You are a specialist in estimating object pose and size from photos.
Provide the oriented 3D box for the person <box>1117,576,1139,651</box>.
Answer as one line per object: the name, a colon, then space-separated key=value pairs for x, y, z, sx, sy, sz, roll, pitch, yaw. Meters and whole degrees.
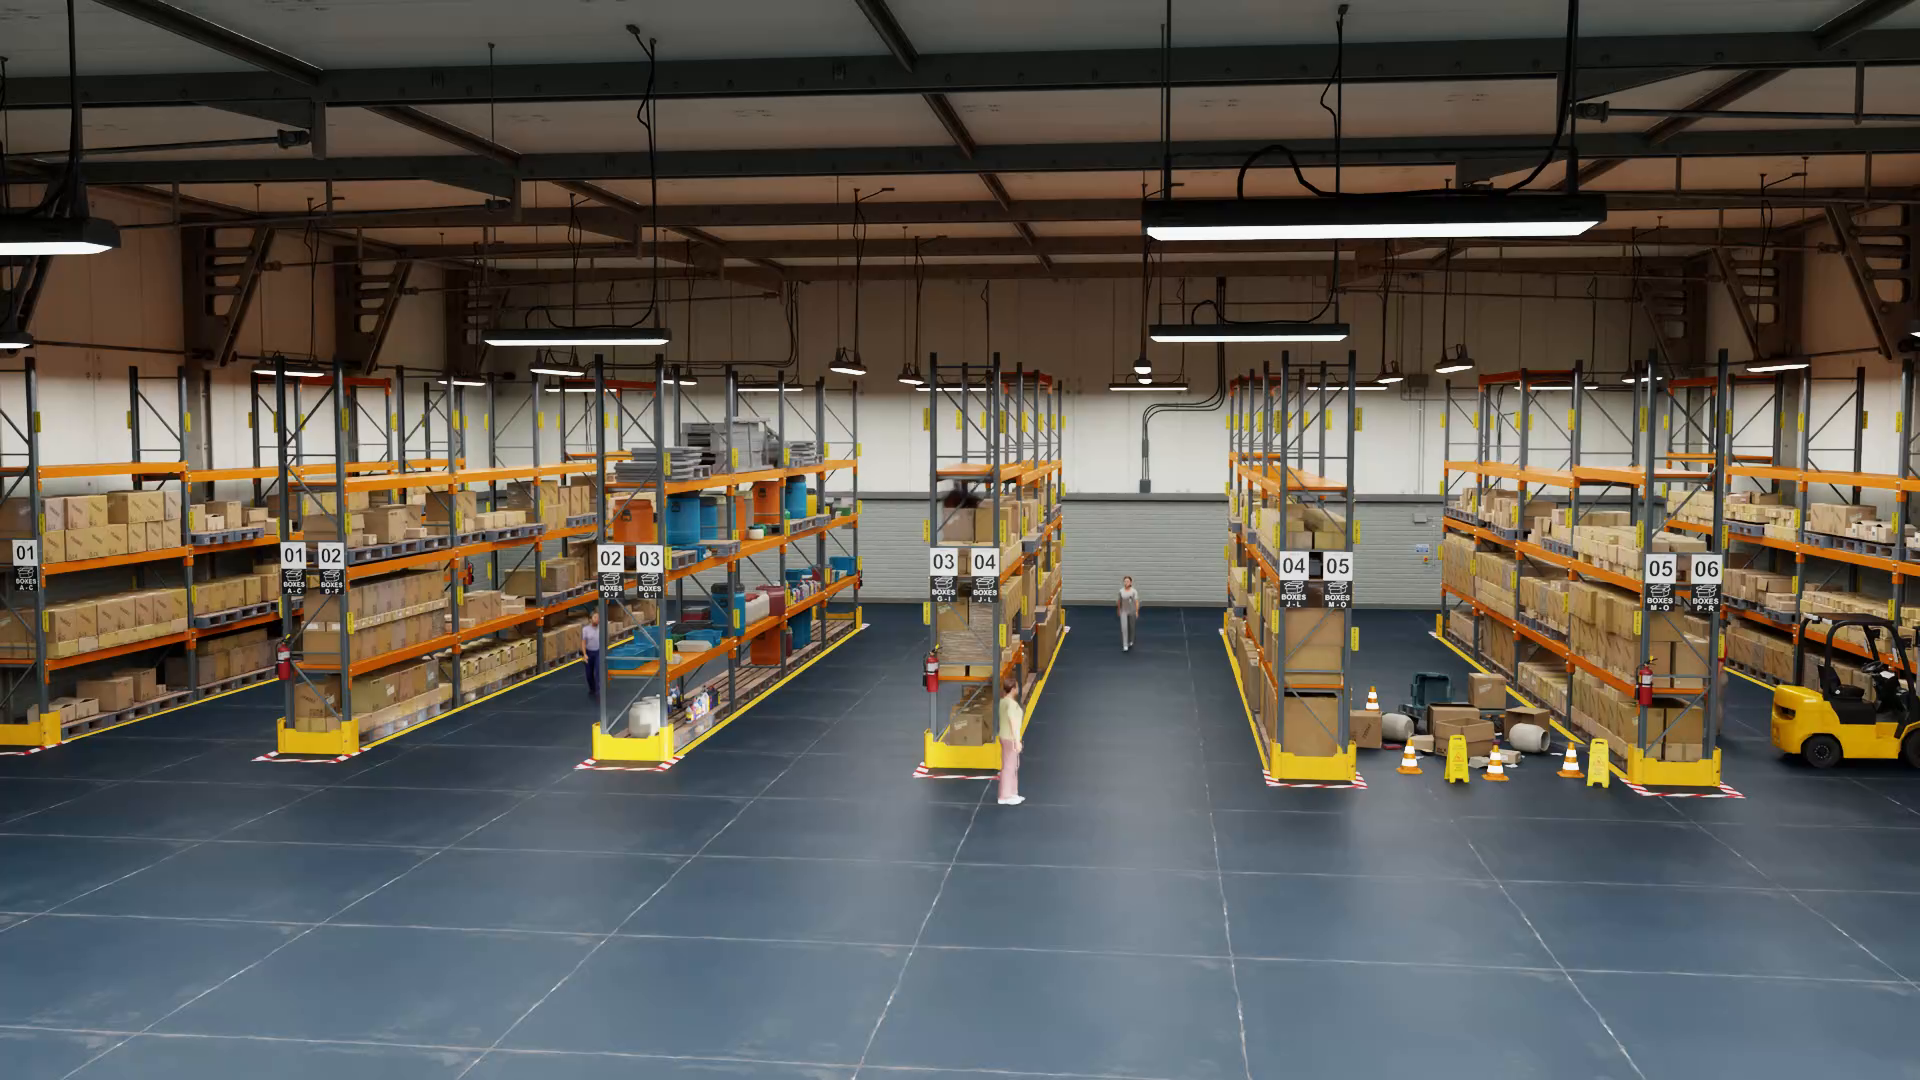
person: x=3.691 y=1.606 z=36.597 sx=0.477 sy=1.621 sz=1.064 roll=0 pitch=4 yaw=3

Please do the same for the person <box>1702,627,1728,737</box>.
person: x=12.069 y=2.269 z=26.629 sx=0.427 sy=1.742 sz=0.624 roll=3 pitch=5 yaw=39

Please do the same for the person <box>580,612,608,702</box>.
person: x=-6.581 y=2.080 z=29.919 sx=0.451 sy=1.587 sz=0.940 roll=0 pitch=4 yaw=-3

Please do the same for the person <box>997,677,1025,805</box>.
person: x=0.701 y=2.650 z=21.819 sx=0.426 sy=1.701 sz=0.554 roll=-1 pitch=4 yaw=-11
